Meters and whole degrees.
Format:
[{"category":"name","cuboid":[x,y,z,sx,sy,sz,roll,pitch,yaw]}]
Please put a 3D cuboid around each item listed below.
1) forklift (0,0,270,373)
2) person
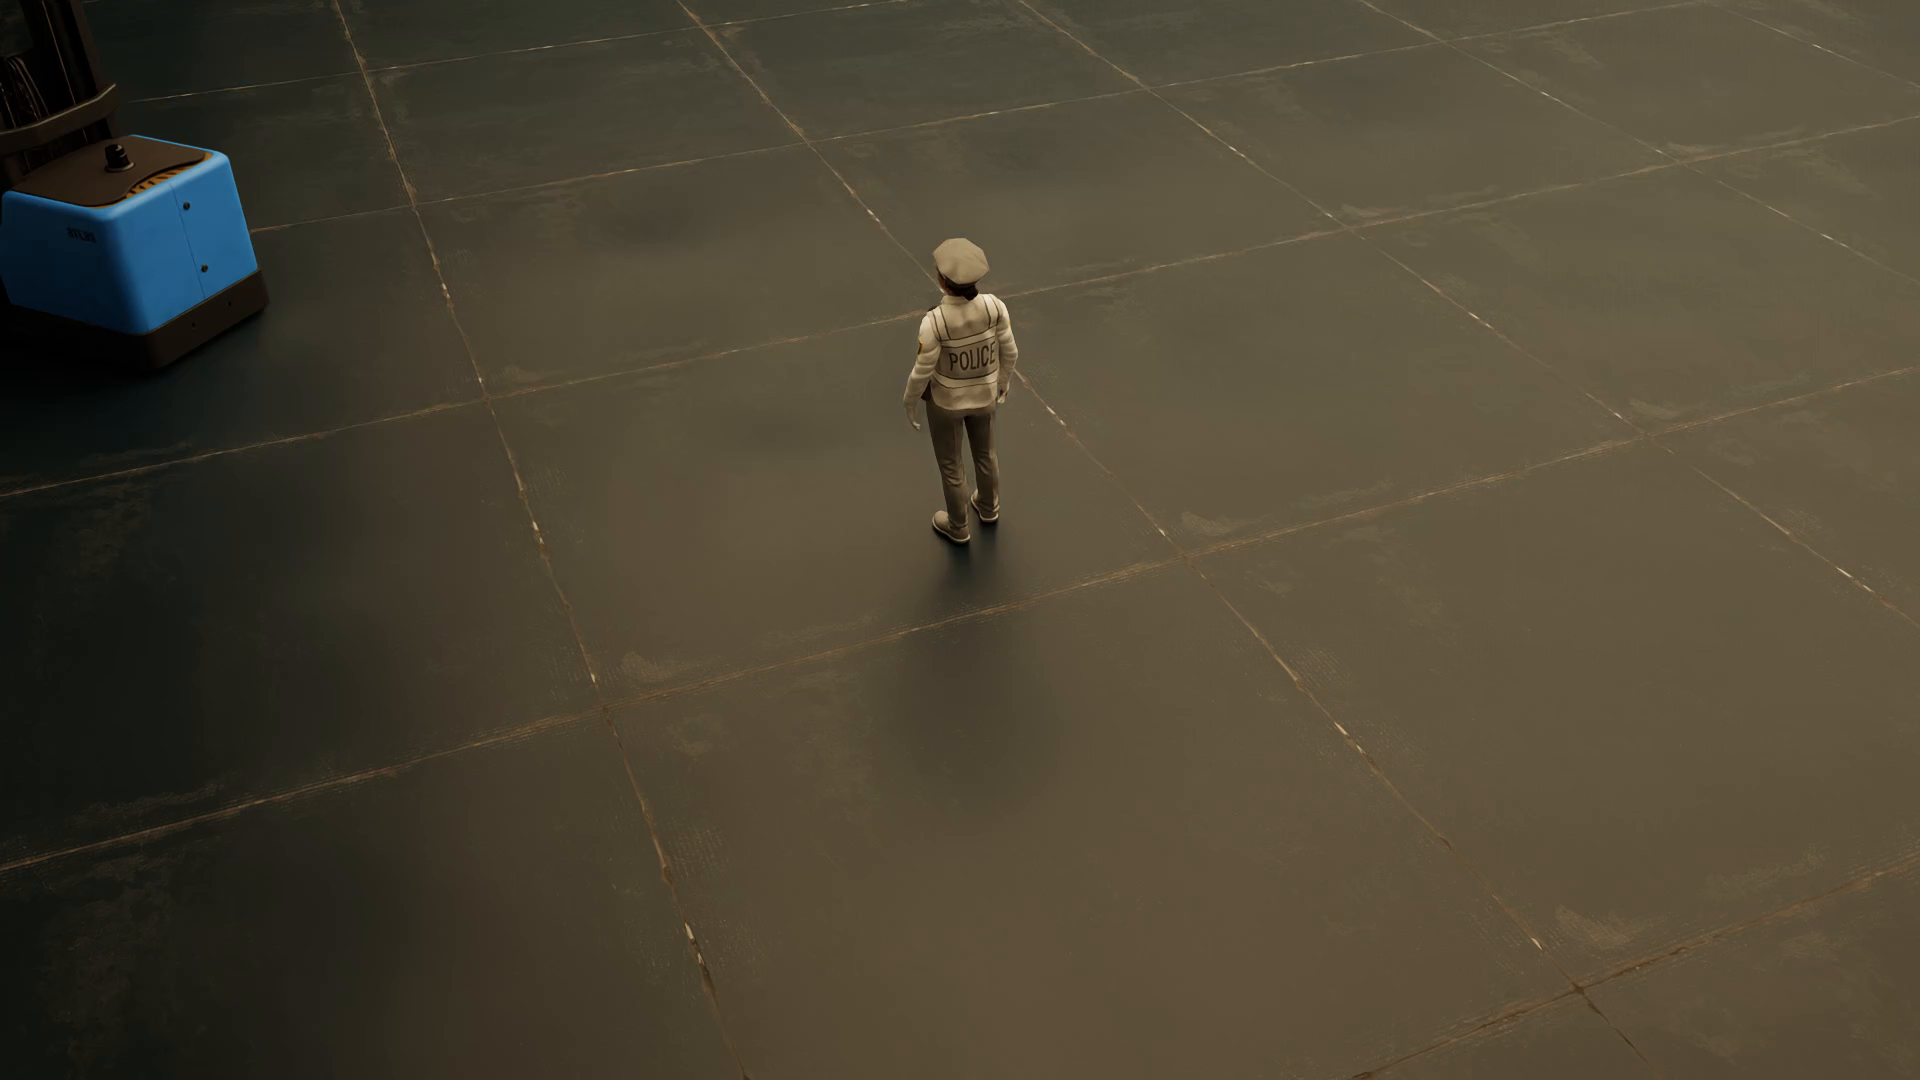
[{"category":"forklift","cuboid":[-5.984,-2.754,9.972,3.031,2.935,1.130,14,38,19]},{"category":"person","cuboid":[-0.020,-0.735,8.187,0.586,1.694,0.530,-14,38,-19]}]
